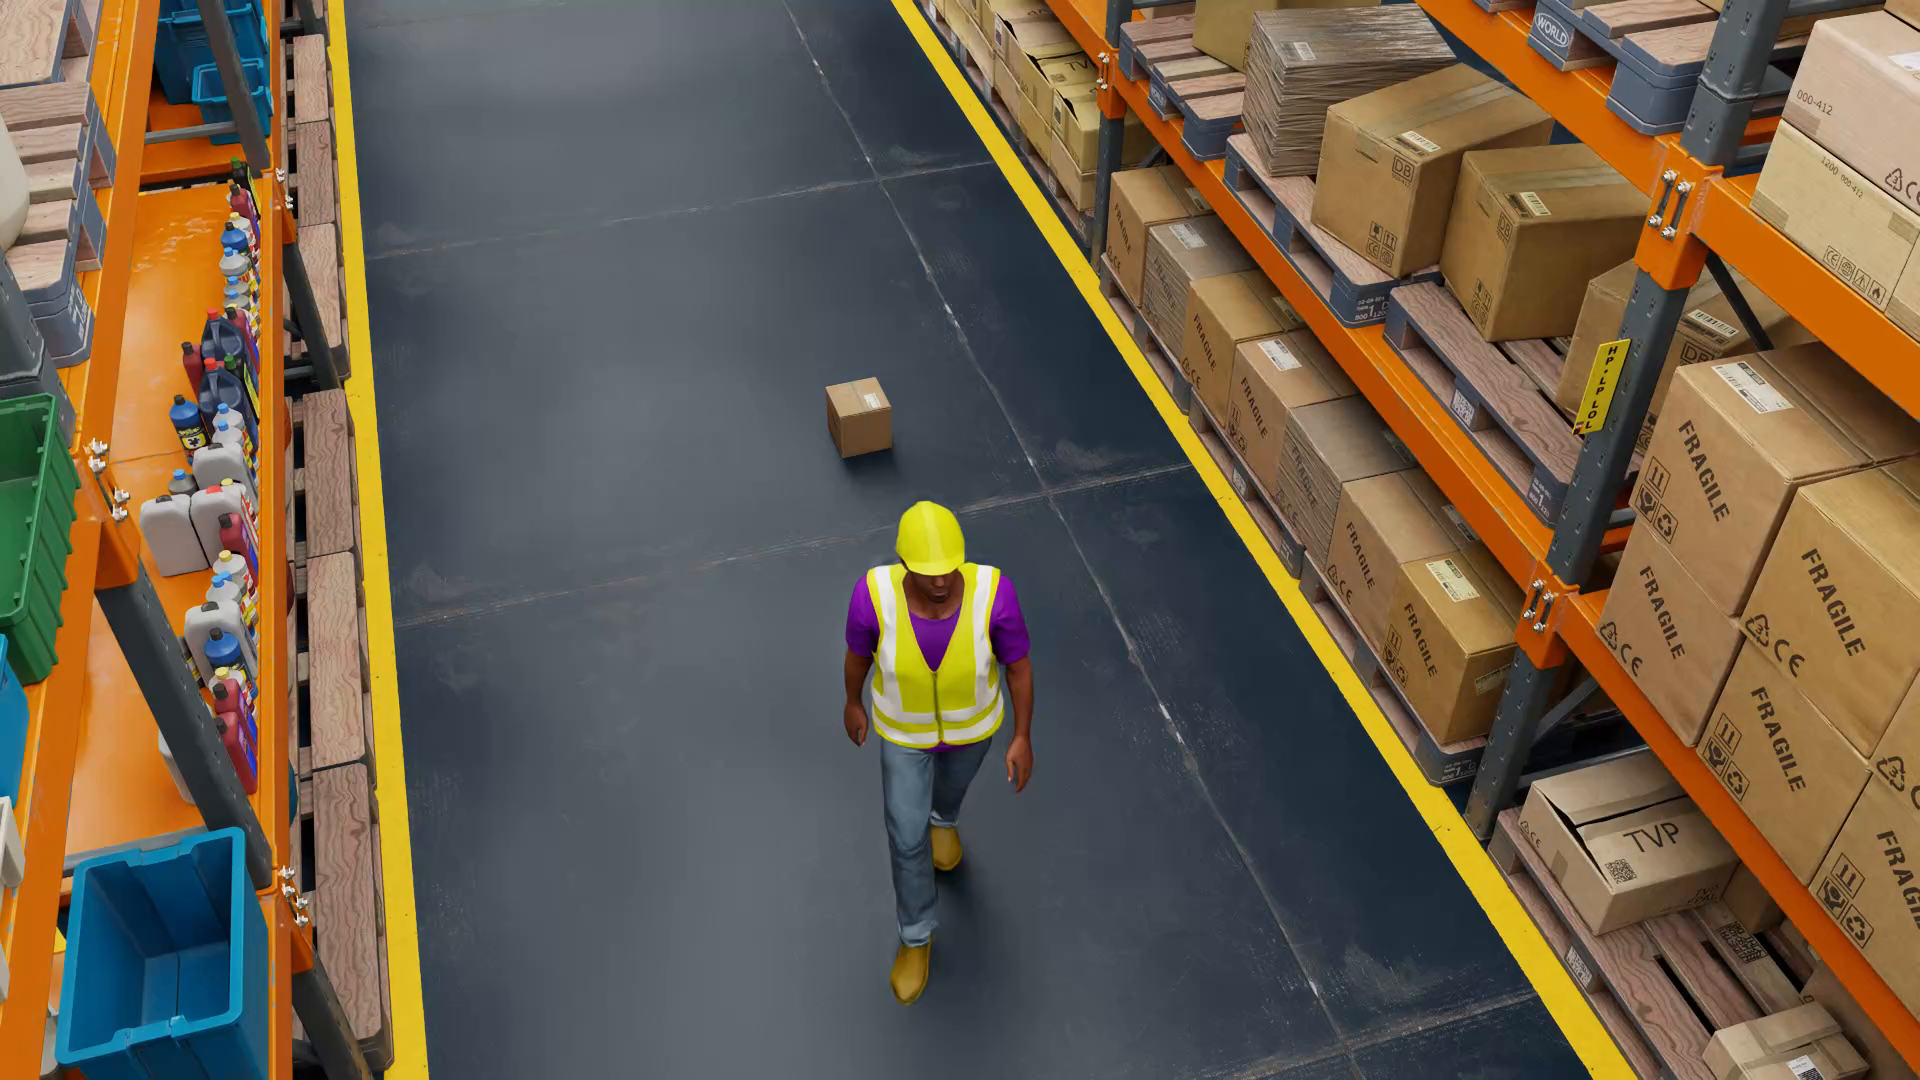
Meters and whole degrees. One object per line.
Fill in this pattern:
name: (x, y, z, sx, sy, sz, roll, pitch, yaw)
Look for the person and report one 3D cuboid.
person: (-0.065, 0.667, 5.431, 0.614, 1.745, 0.817, -4, 42, -5)
